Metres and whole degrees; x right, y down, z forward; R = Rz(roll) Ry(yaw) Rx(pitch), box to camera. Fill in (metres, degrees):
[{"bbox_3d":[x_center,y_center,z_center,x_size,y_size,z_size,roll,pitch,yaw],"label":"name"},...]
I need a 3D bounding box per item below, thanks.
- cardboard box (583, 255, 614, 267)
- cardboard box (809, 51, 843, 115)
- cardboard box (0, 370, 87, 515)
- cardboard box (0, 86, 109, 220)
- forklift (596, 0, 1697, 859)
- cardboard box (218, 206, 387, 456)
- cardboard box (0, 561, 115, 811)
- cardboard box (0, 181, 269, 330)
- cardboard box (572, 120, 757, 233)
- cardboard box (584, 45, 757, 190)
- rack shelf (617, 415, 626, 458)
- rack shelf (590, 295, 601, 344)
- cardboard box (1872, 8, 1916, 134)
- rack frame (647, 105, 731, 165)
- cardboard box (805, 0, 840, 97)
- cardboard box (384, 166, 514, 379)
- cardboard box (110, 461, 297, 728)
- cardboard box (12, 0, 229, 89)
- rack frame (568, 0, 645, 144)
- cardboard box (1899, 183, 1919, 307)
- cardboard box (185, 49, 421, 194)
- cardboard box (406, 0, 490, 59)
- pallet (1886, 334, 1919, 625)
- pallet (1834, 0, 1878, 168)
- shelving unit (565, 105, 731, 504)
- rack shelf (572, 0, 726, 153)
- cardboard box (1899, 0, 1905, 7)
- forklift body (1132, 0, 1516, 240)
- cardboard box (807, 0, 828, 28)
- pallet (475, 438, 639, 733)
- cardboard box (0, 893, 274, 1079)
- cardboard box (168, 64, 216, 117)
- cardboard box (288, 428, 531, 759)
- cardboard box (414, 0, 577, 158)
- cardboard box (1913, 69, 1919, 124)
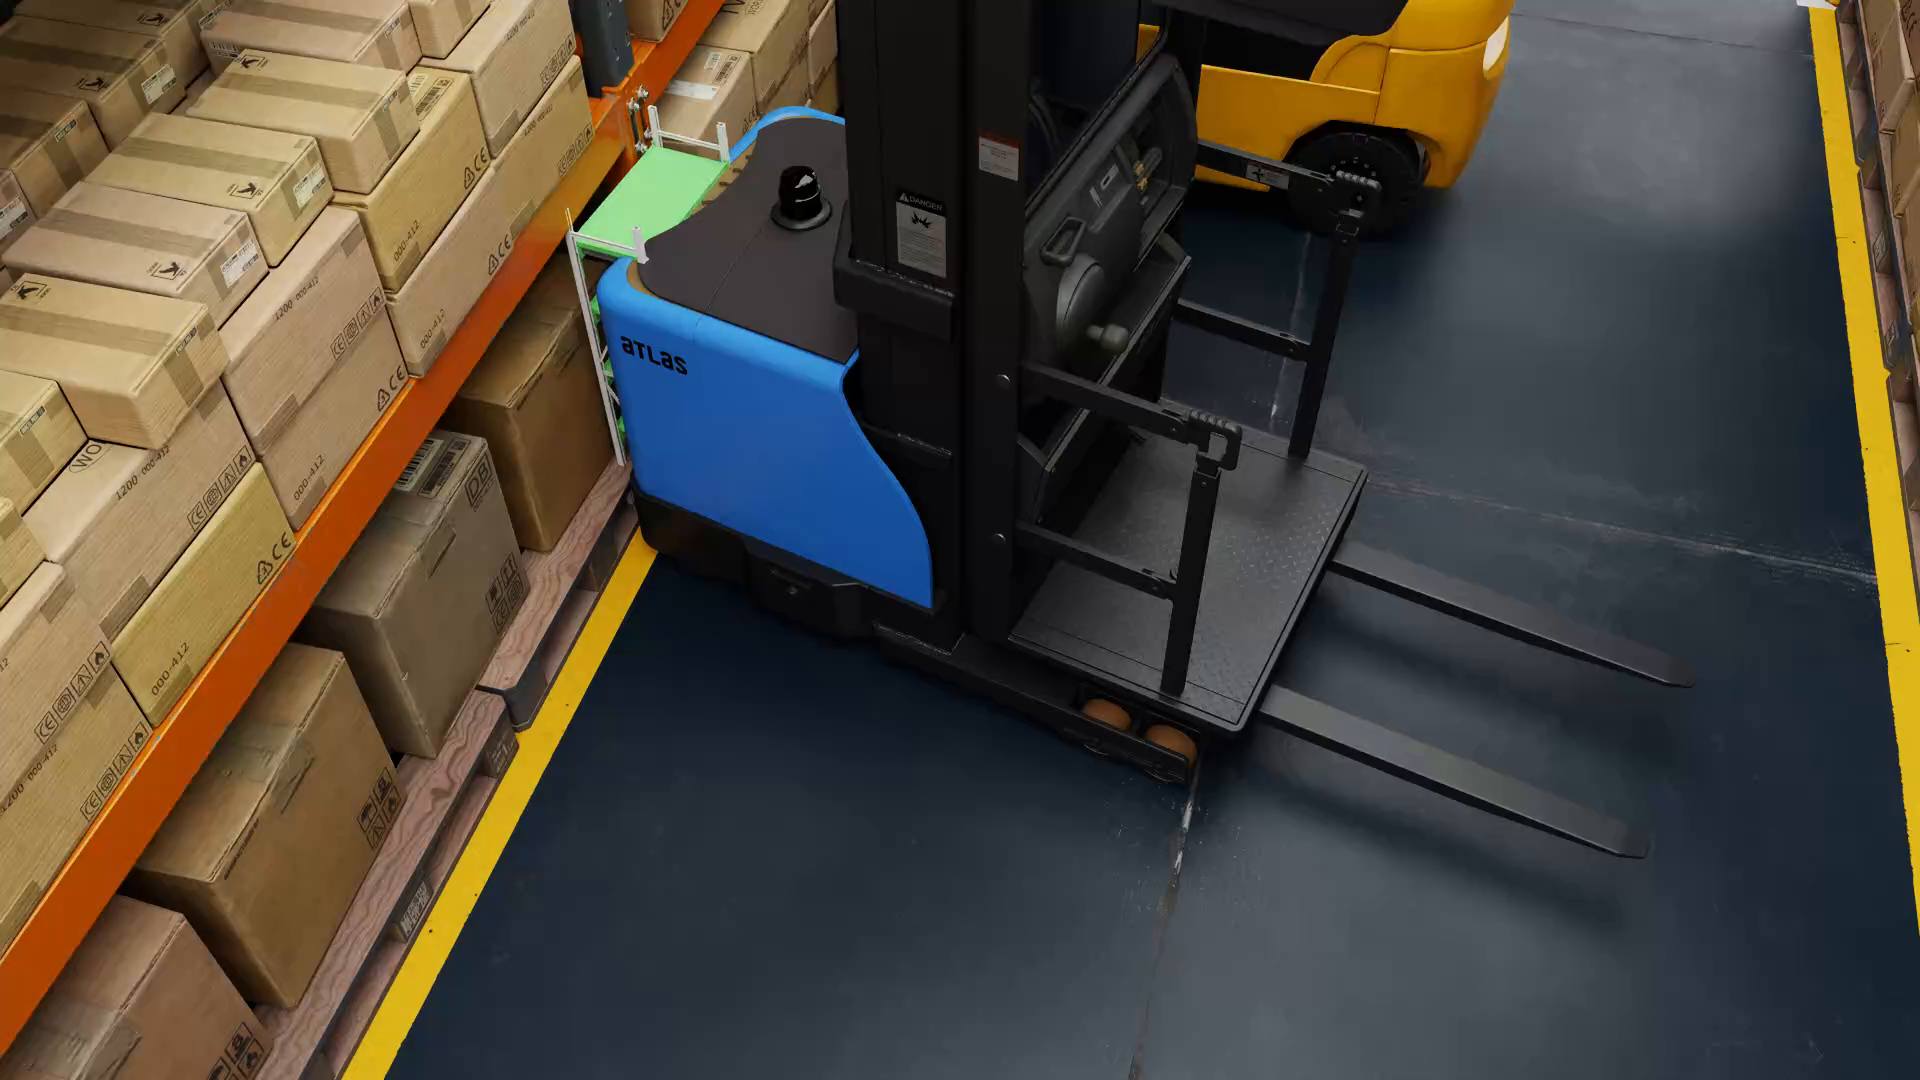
[{"bbox_3d":[-0.962,-1.023,5.706,0.500,0.250,0.500,12,50,10],"label":"cardboard box"},{"bbox_3d":[-0.723,-1.768,6.364,0.500,0.250,0.500,12,50,11],"label":"cardboard box"},{"bbox_3d":[-1.789,-0.179,2.908,0.380,0.149,0.250,12,50,10],"label":"cardboard box"},{"bbox_3d":[-2.033,-0.817,3.471,0.380,0.149,0.250,12,50,10],"label":"cardboard box"},{"bbox_3d":[0.555,-0.754,3.961,3.031,2.935,1.130,21,52,18],"label":"forklift"},{"bbox_3d":[-1.560,-0.477,3.437,0.500,0.250,0.500,12,50,11],"label":"cardboard box"},{"bbox_3d":[-1.821,0.259,2.788,0.500,0.250,0.500,10,49,9],"label":"cardboard box"},{"bbox_3d":[-1.592,-0.536,3.223,0.380,0.149,0.250,12,50,10],"label":"cardboard box"},{"bbox_3d":[-0.984,-1.193,5.522,0.500,0.250,0.500,11,50,10],"label":"cardboard box"},{"bbox_3d":[-0.979,-1.357,5.334,0.500,0.250,0.500,11,49,9],"label":"cardboard box"},{"bbox_3d":[-0.860,-0.438,5.234,0.258,0.148,0.480,17,52,14],"label":"rack shelf"},{"bbox_3d":[-0.862,-0.749,4.869,0.258,0.148,0.480,17,52,14],"label":"rack shelf"},{"bbox_3d":[3.813,-1.758,6.355,0.500,0.250,0.500,13,50,11],"label":"cardboard box"},{"bbox_3d":[-0.771,-0.807,5.150,0.240,1.200,0.015,17,52,14],"label":"rack frame"},{"bbox_3d":[-0.710,-1.919,6.163,0.500,0.250,0.500,11,50,10],"label":"cardboard box"},{"bbox_3d":[-1.416,-0.679,3.948,0.500,0.250,0.500,11,50,10],"label":"cardboard box"},{"bbox_3d":[-1.705,0.049,3.306,0.500,0.250,0.500,13,50,11],"label":"cardboard box"},{"bbox_3d":[-1.896,-1.181,3.792,0.380,0.149,0.250,11,50,10],"label":"cardboard box"},{"bbox_3d":[-1.409,-1.509,4.581,1.000,3.000,0.127,12,50,10],"label":"rack frame"},{"bbox_3d":[3.546,-0.996,5.682,0.500,0.250,0.500,12,50,11],"label":"cardboard box"},{"bbox_3d":[-1.391,-0.893,3.538,0.380,0.149,0.250,10,49,9],"label":"cardboard box"},{"bbox_3d":[-1.335,-1.276,3.876,0.380,0.149,0.250,11,49,9],"label":"cardboard box"},{"bbox_3d":[3.524,-0.102,5.200,1.003,0.211,1.213,12,50,10],"label":"pallet"},{"bbox_3d":[4.166,-1.867,6.757,1.003,0.211,1.213,12,50,10],"label":"pallet"},{"bbox_3d":[-0.862,-0.635,5.003,0.258,1.200,0.503,17,52,14],"label":"shelving unit"},{"bbox_3d":[-0.882,-2.718,6.128,1.077,0.370,4.000,12,50,10],"label":"rack shelf"},{"bbox_3d":[3.949,-2.357,6.383,0.500,0.500,0.500,10,49,9],"label":"cardboard box"},{"bbox_3d":[0.905,-2.390,5.925,2.313,2.155,1.214,12,50,10],"label":"forklift body"},{"bbox_3d":[-0.715,-2.087,5.978,0.500,0.250,0.500,13,50,11],"label":"cardboard box"},{"bbox_3d":[-1.565,-0.046,5.150,1.003,0.211,1.213,12,50,10],"label":"pallet"},{"bbox_3d":[-2.120,1.108,3.575,0.875,0.625,0.625,13,50,11],"label":"cardboard box"},{"bbox_3d":[-1.932,-0.947,3.852,0.500,0.250,0.500,11,50,10],"label":"cardboard box"},{"bbox_3d":[-1.747,0.077,4.485,0.875,0.625,0.625,11,50,10],"label":"cardboard box"},{"bbox_3d":[-1.291,-1.219,4.092,0.500,0.250,0.500,11,49,9],"label":"cardboard box"},{"bbox_3d":[3.676,-1.616,5.730,0.500,0.500,0.500,12,50,11],"label":"cardboard box"}]
